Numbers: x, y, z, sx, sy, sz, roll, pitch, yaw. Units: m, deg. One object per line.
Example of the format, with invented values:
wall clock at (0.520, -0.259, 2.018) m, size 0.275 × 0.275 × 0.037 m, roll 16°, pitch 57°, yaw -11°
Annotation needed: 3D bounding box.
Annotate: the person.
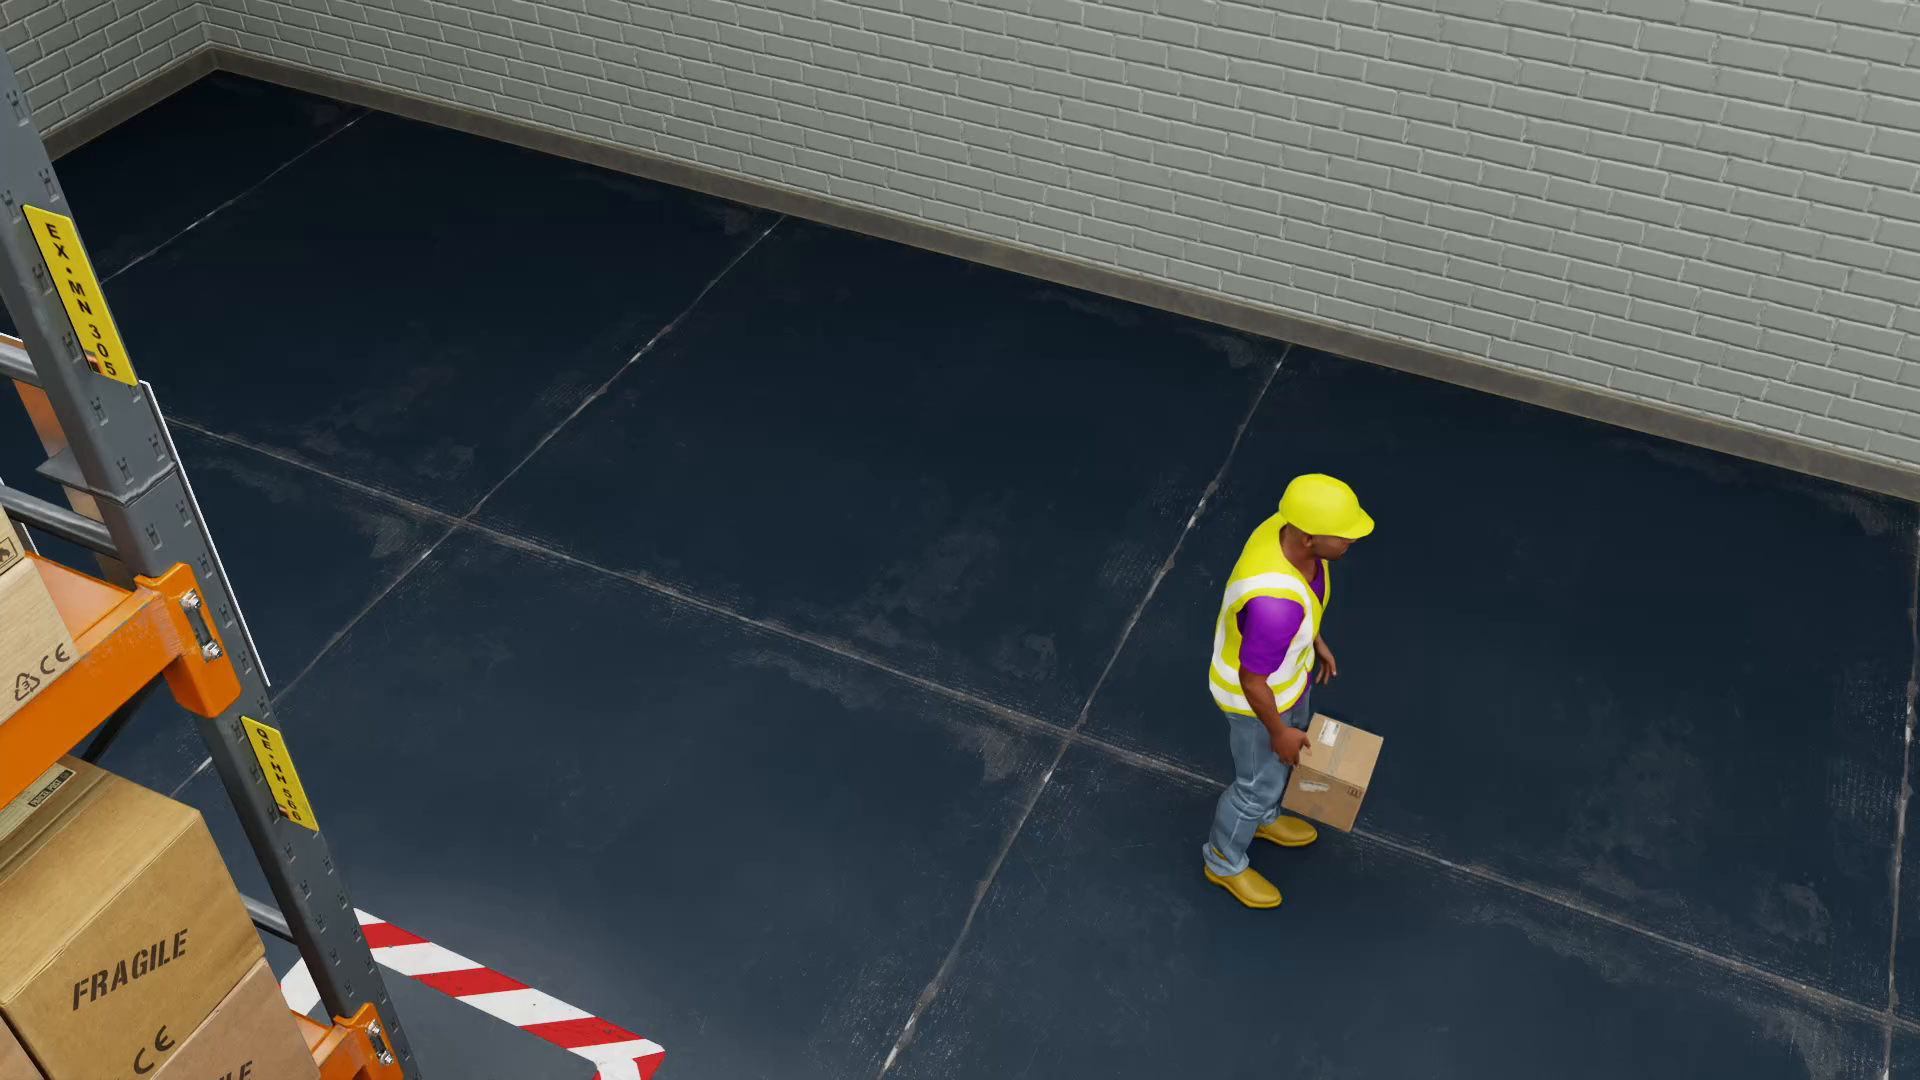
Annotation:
person at (1.071, 0.480, 5.605) m, size 0.457 × 1.765 × 0.589 m, roll 16°, pitch 44°, yaw 17°
